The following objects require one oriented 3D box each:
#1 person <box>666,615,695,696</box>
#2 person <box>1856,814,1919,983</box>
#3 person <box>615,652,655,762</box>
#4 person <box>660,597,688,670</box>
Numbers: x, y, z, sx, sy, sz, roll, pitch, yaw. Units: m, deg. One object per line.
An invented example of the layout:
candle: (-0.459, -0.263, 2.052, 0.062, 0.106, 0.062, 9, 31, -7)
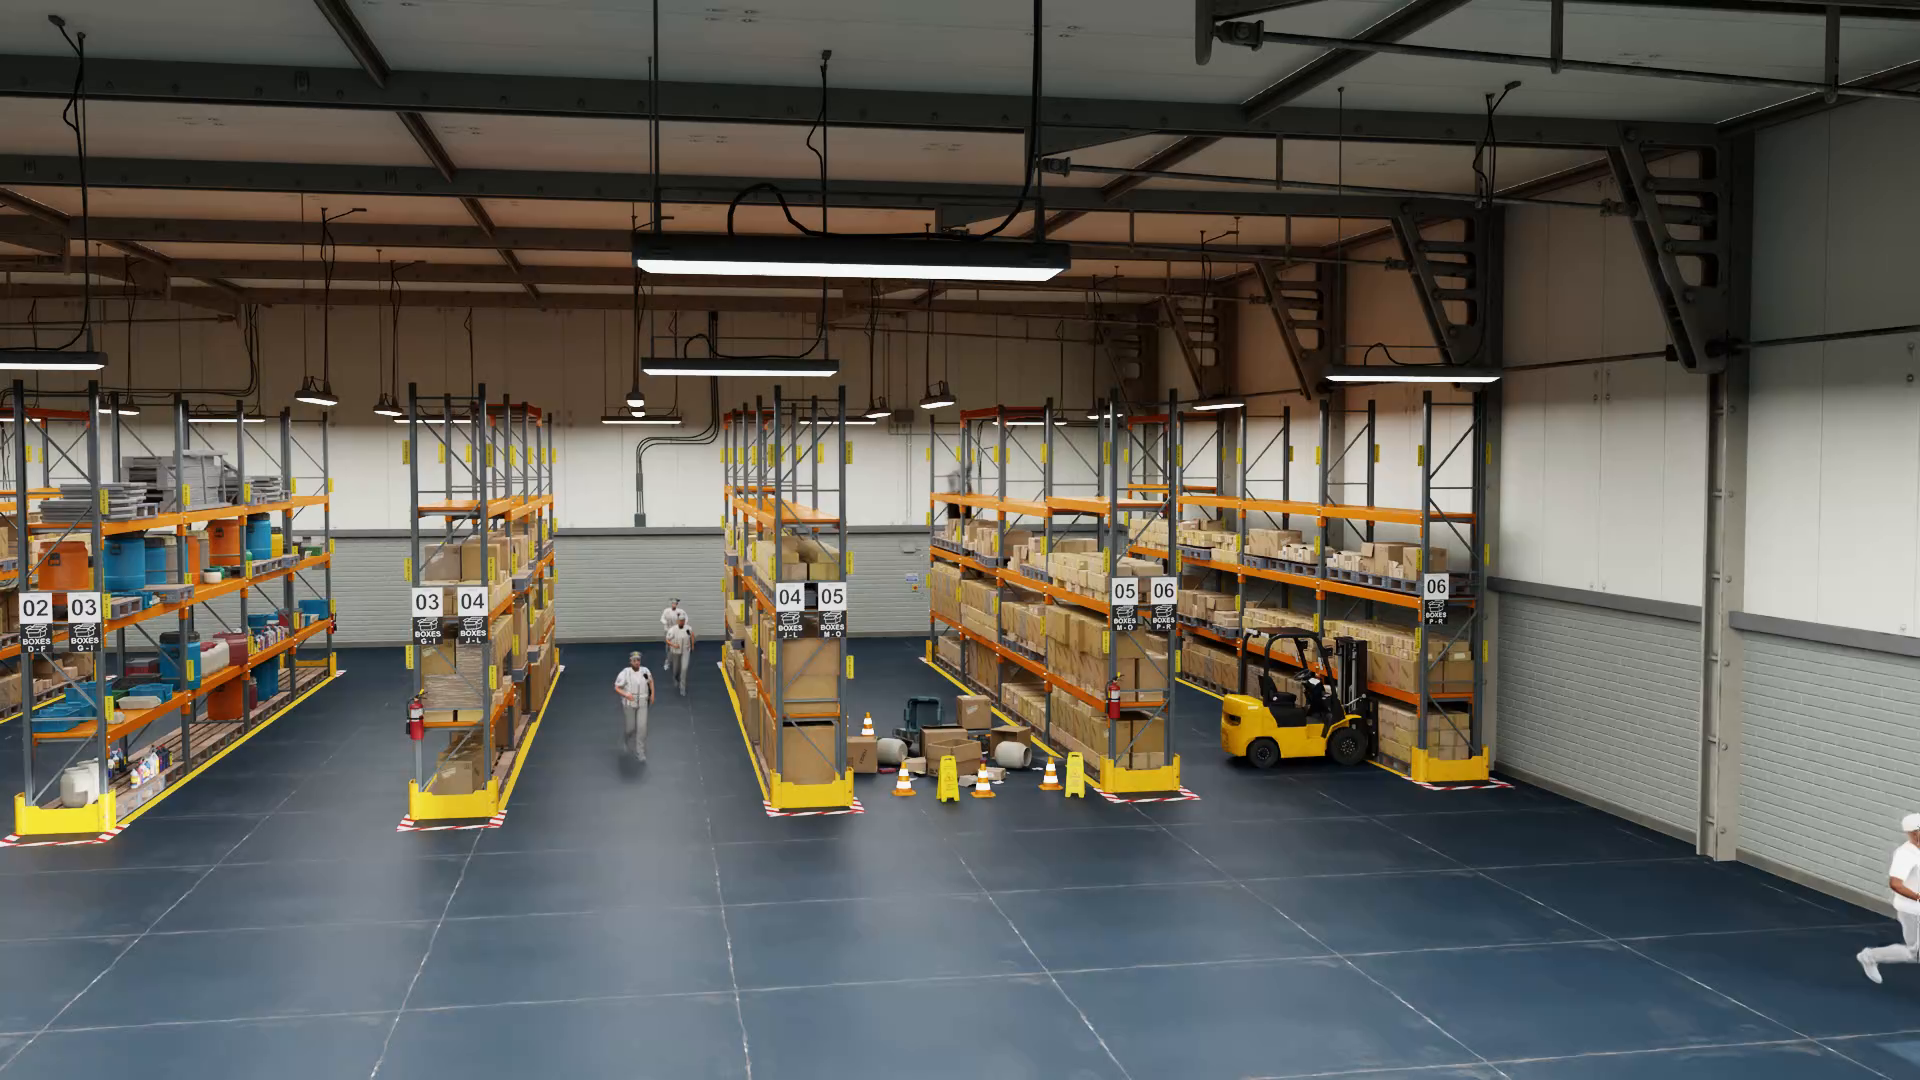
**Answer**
person: (-5.904, 2.403, 35.125, 0.628, 1.671, 0.974, -1, 3, -17)
person: (8.707, 3.367, 15.178, 0.697, 1.750, 0.842, -2, 4, -40)
person: (-5.374, 2.728, 27.536, 0.689, 1.796, 0.818, -1, 3, -25)
person: (-6.758, 2.184, 39.241, 0.620, 1.692, 0.800, 1, 3, 11)
